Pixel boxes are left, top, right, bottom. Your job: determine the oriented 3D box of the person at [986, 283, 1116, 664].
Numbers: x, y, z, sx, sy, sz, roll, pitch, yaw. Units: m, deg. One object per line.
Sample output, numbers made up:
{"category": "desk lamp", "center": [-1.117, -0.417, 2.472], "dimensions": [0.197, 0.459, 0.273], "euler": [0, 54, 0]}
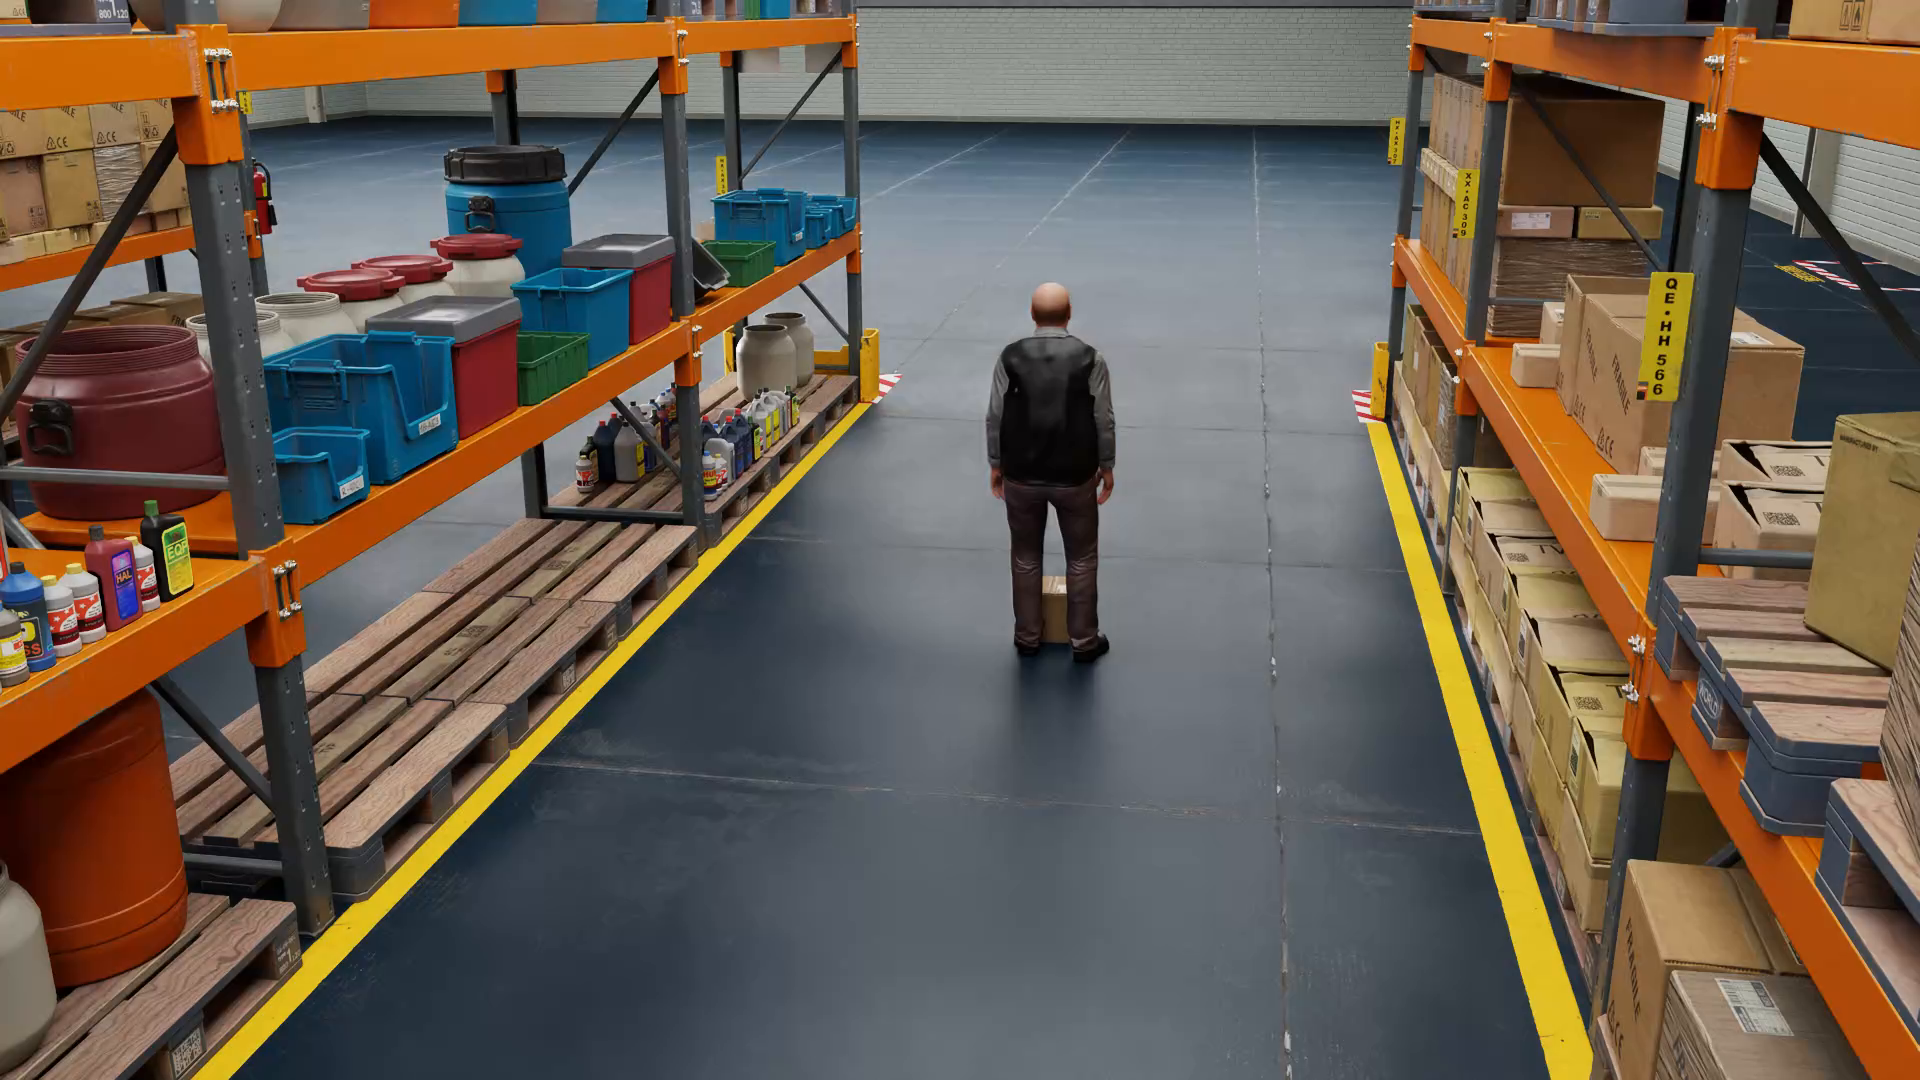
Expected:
{"category": "person", "center": [0.410, -0.291, 7.501], "dimensions": [0.581, 1.721, 0.461], "euler": [3, 18, 8]}
